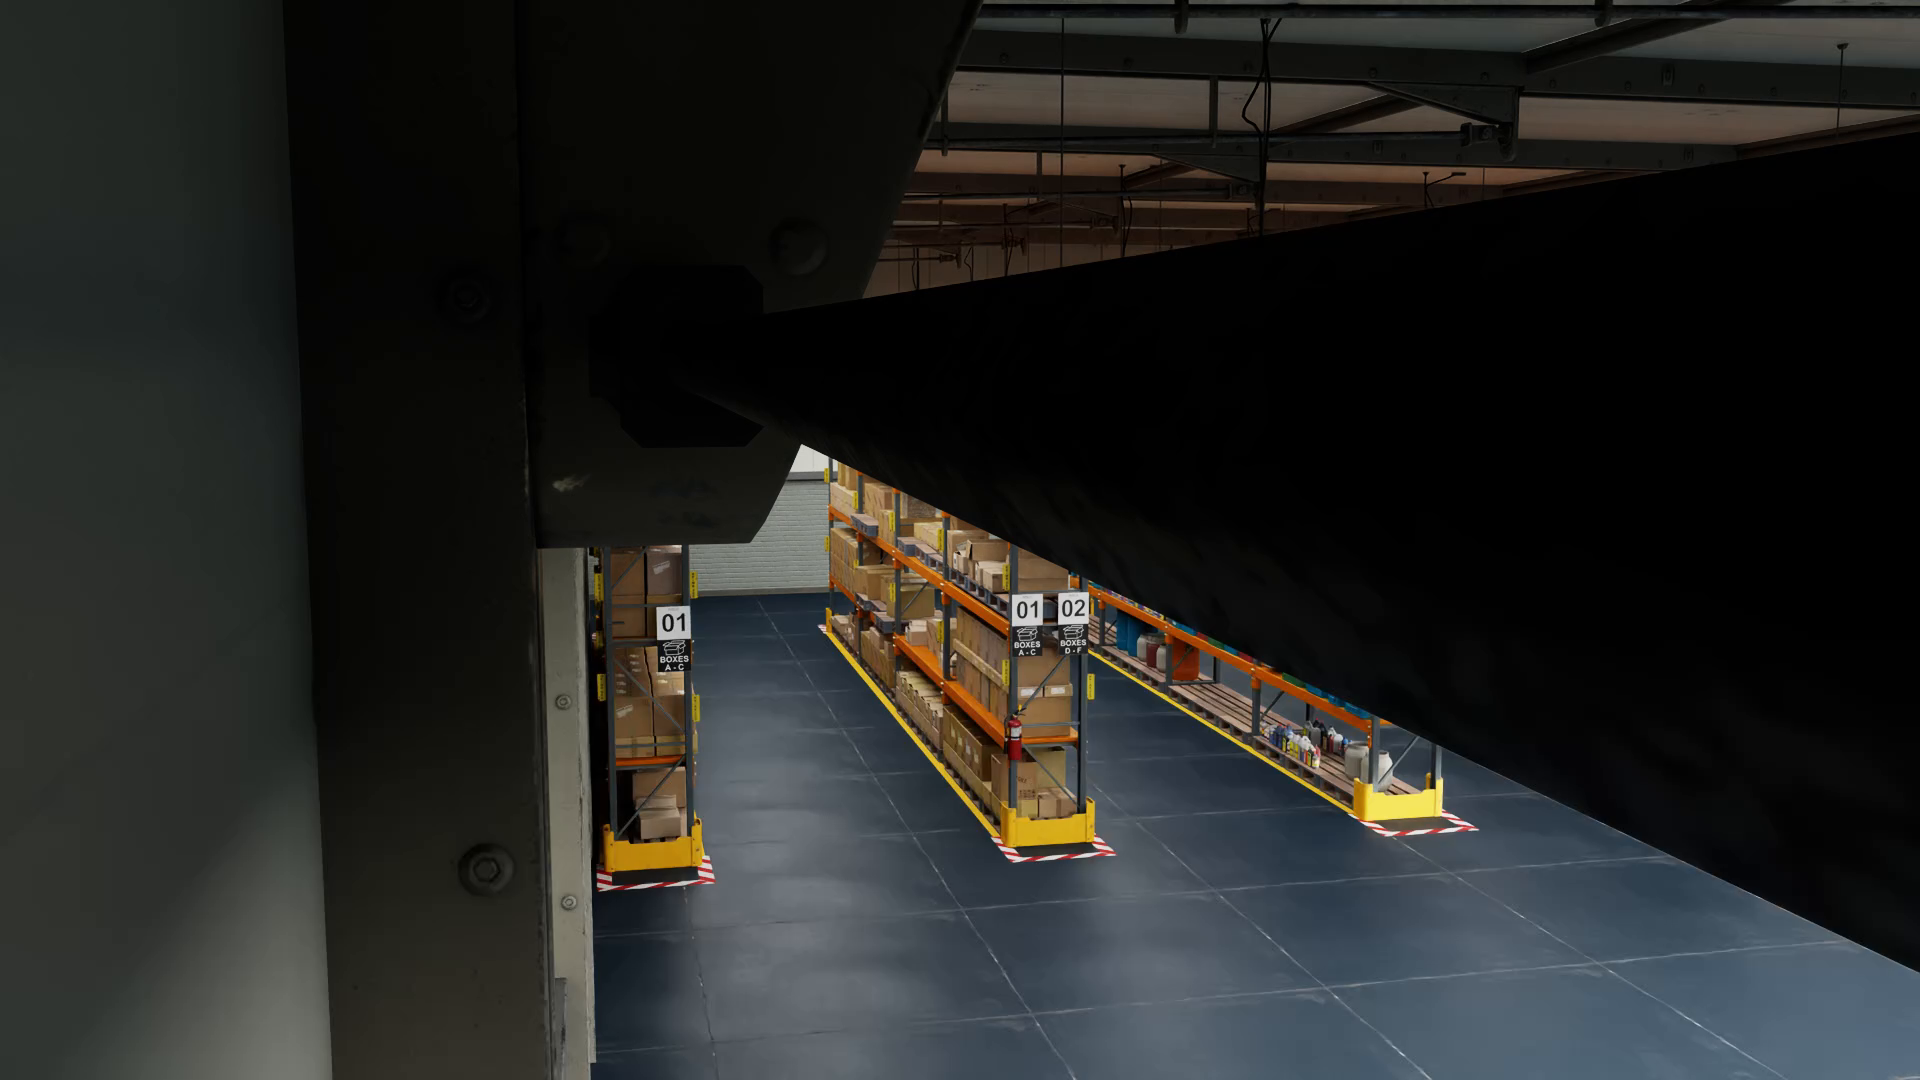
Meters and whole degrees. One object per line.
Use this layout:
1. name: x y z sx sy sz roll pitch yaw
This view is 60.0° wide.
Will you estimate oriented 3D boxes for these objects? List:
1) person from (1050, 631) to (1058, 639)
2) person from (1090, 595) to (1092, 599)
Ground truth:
1. person: 1.934 1.369 34.233 0.601 1.664 1.015 2 7 19
2. person: 3.194 0.625 40.584 0.544 1.624 0.897 -2 7 -13
